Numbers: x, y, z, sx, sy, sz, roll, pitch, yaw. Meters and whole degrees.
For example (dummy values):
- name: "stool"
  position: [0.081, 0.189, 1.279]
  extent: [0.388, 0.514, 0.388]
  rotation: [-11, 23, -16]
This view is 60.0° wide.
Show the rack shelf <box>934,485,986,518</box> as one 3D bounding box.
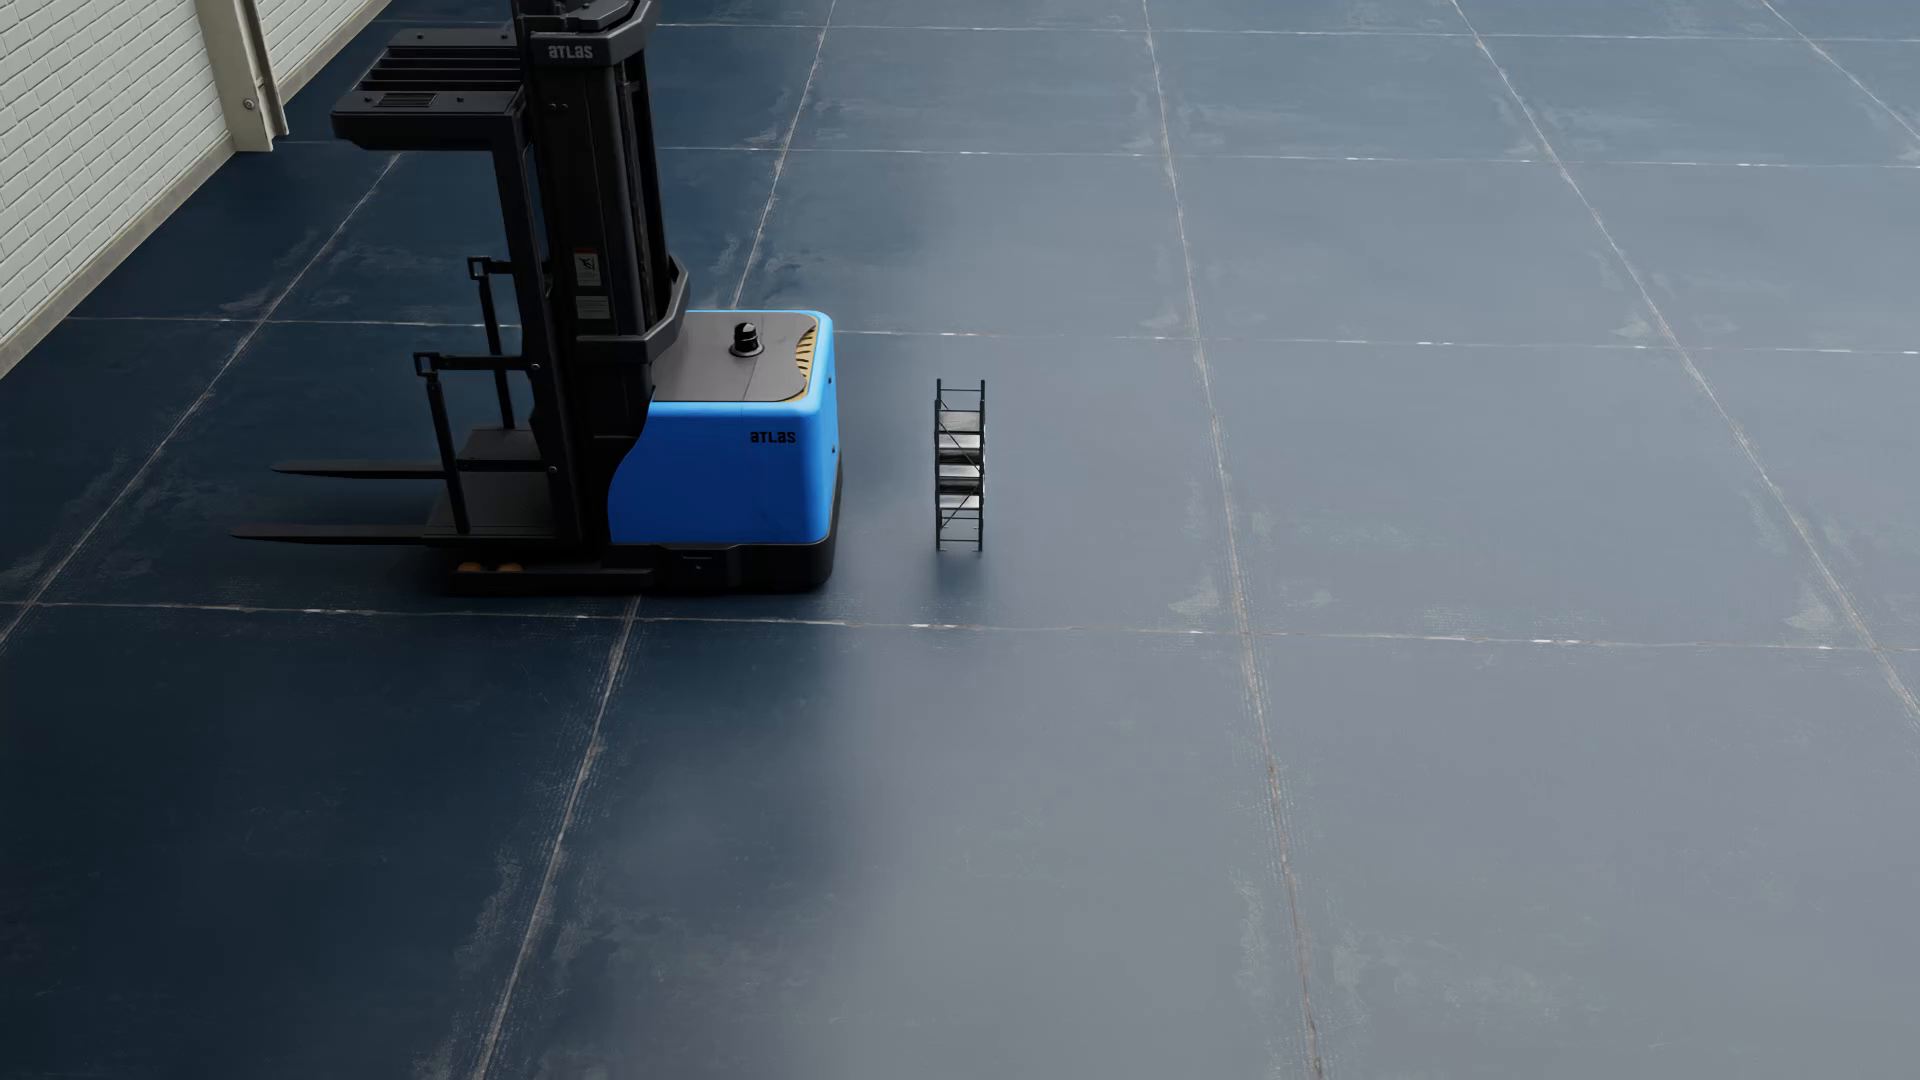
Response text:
- name: "rack shelf"
  position: [0.000, -0.198, 8.566]
  extent: [0.258, 0.077, 0.200]
  rotation: [1, 35, 2]

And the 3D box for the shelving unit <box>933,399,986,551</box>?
- name: "shelving unit"
  position: [0.000, -0.371, 8.442]
  extent: [0.258, 0.900, 0.205]
  rotation: [1, 35, 2]

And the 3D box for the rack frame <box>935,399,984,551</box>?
- name: "rack frame"
  position: [-0.004, -0.314, 8.360]
  extent: [0.240, 0.900, 0.006]
  rotation: [1, 35, 2]

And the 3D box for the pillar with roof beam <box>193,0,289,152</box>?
- name: "pillar with roof beam"
  position: [-1.244, -6.743, 10.464]
  extent: [9.100, 9.000, 0.400]
  rotation: [1, 35, 2]

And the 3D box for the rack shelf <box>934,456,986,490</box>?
- name: "rack shelf"
  position: [0.000, -0.346, 8.463]
  extent: [0.258, 0.077, 0.200]
  rotation: [1, 35, 2]

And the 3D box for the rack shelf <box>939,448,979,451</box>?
- name: "rack shelf"
  position: [0.000, -0.505, 8.351]
  extent: [0.199, 0.015, 0.184]
  rotation: [1, 35, 2]

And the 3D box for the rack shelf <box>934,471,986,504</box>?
- name: "rack shelf"
  position: [0.000, -0.272, 8.515]
  extent: [0.258, 0.077, 0.200]
  rotation: [1, 35, 2]

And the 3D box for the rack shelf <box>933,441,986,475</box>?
- name: "rack shelf"
  position: [0.000, -0.419, 8.411]
  extent: [0.258, 0.077, 0.200]
  rotation: [1, 35, 2]

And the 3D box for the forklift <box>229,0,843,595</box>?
- name: "forklift"
  position: [-2.155, -1.202, 7.912]
  extent: [3.031, 2.867, 1.129]
  rotation: [0, 35, 0]

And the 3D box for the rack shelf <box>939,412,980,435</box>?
- name: "rack shelf"
  position: [0.000, -0.583, 8.296]
  extent: [0.221, 0.026, 0.190]
  rotation: [1, 35, 2]
